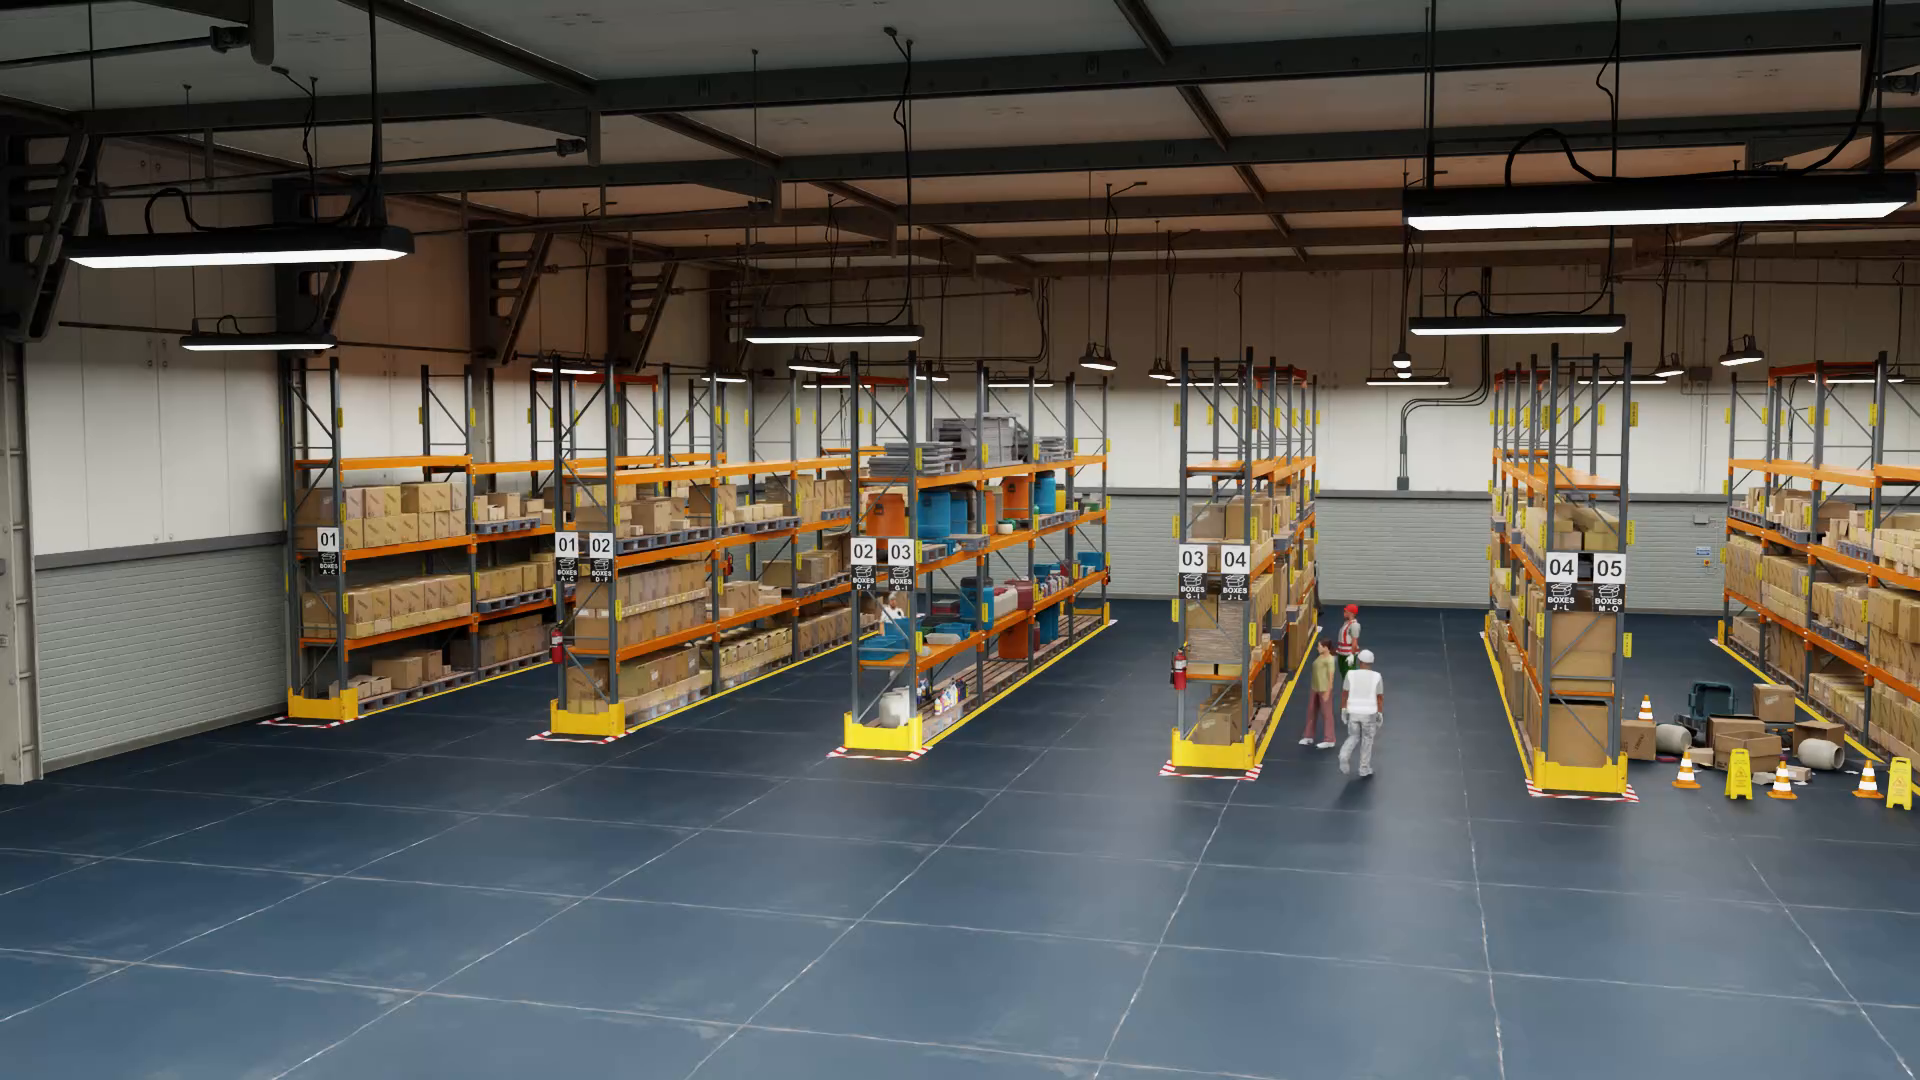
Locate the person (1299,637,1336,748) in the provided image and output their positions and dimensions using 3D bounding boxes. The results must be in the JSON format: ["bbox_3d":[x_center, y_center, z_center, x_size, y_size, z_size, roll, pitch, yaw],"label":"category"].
[{"bbox_3d":[5.454,2.302,25.292,0.486,1.672,0.514,-2,5,-27],"label":"person"}]

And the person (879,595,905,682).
[{"bbox_3d":[-1.270,1.851,31.712,0.498,1.597,0.929,2,4,20],"label":"person"}]

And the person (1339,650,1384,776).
[{"bbox_3d":[5.571,2.410,23.078,0.541,1.775,0.683,4,6,41],"label":"person"}]

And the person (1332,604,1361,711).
[{"bbox_3d":[6.646,2.007,28.679,0.539,1.810,0.570,-2,5,-25],"label":"person"}]

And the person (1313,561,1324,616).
[{"bbox_3d":[8.698,1.111,41.441,1.038,1.672,0.569,-4,6,-40],"label":"person"}]
